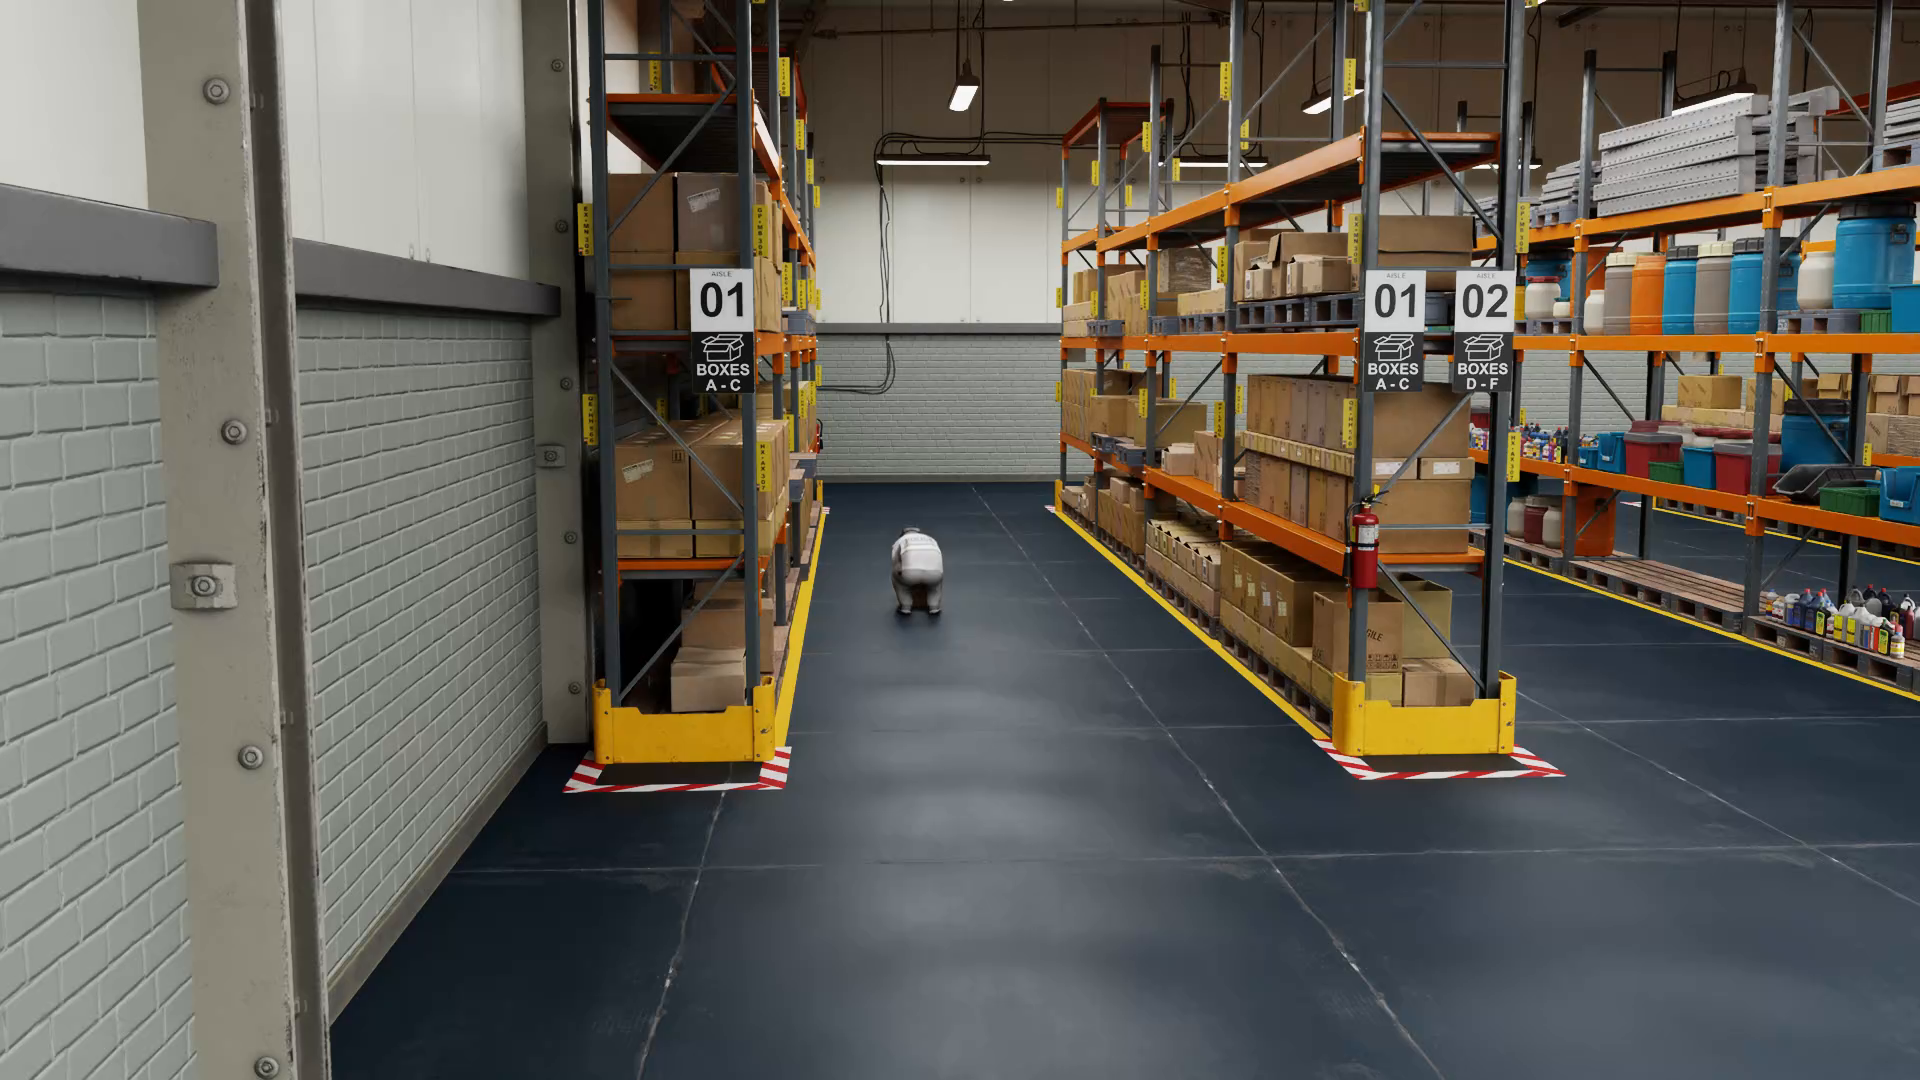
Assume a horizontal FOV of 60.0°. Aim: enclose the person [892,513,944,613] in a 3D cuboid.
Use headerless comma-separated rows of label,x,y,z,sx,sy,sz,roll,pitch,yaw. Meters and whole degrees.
person,-0.437,0.209,17.057,0.533,1.020,1.030,-1,7,-7
